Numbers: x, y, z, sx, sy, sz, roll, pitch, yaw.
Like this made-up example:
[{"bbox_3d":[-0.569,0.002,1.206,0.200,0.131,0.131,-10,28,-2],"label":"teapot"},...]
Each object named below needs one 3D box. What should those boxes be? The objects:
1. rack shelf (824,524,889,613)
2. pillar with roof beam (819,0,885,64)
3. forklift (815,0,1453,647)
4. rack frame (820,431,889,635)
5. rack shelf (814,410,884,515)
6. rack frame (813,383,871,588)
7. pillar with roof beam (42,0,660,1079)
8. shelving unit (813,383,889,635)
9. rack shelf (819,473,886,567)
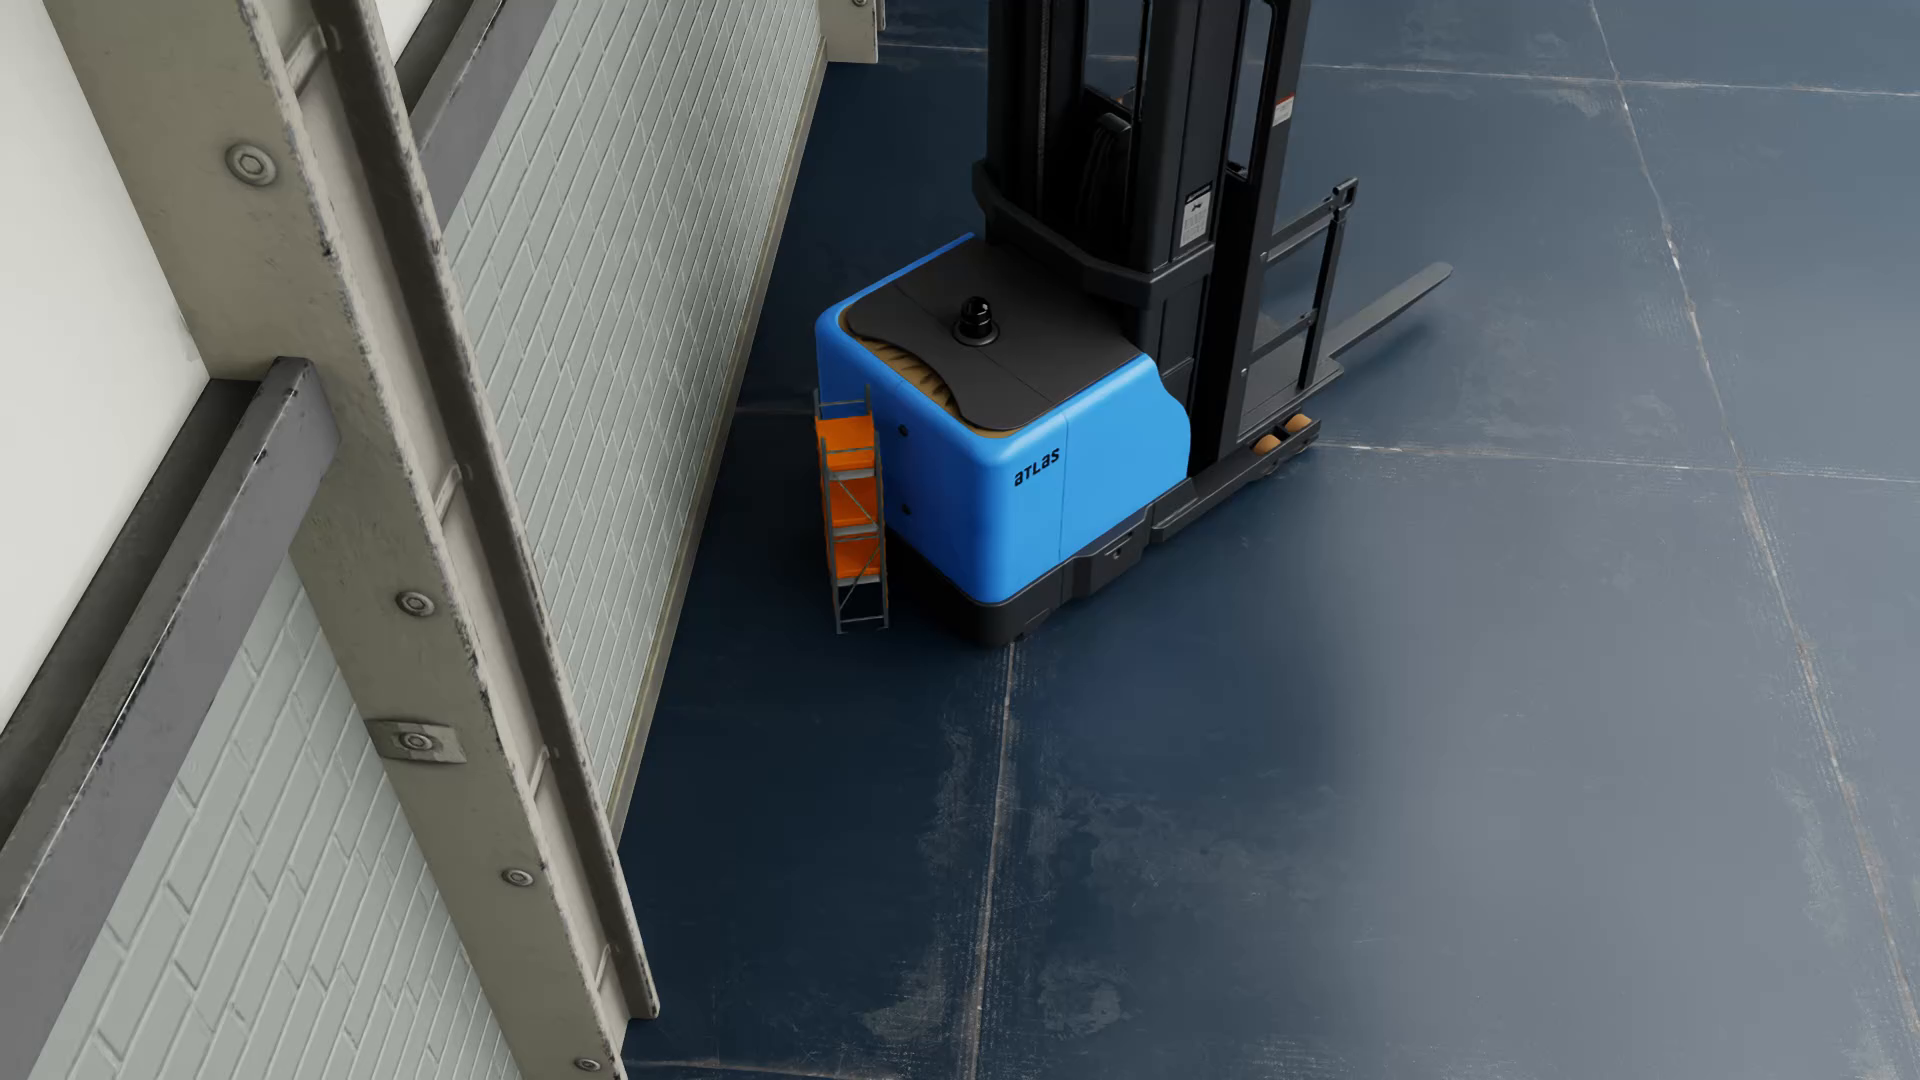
[{"bbox_3d":[-0.395,0.103,6.335,0.215,0.259,0.240,-7,48,-6],"label":"rack shelf"},{"bbox_3d":[3.693,-5.525,5.705,9.100,9.000,0.400,4,48,4],"label":"pillar with roof beam"},{"bbox_3d":[0.895,-1.529,6.162,3.031,2.935,1.130,-33,55,-26],"label":"forklift"},{"bbox_3d":[-0.376,-0.003,6.041,0.200,1.050,0.008,-7,48,-6],"label":"rack frame"},{"bbox_3d":[-0.395,-0.276,5.921,0.215,0.259,0.240,-7,48,-6],"label":"rack shelf"},{"bbox_3d":[-0.415,-0.180,6.203,0.200,1.050,0.008,-7,48,-6],"label":"rack frame"},{"bbox_3d":[3.146,-1.116,1.672,9.100,9.000,0.400,4,48,4],"label":"pillar with roof beam"},{"bbox_3d":[-0.395,-0.091,6.122,0.215,1.050,0.252,-7,48,-6],"label":"shelving unit"},{"bbox_3d":[-0.395,-0.084,6.130,0.215,0.259,0.240,-7,48,-6],"label":"rack shelf"}]
